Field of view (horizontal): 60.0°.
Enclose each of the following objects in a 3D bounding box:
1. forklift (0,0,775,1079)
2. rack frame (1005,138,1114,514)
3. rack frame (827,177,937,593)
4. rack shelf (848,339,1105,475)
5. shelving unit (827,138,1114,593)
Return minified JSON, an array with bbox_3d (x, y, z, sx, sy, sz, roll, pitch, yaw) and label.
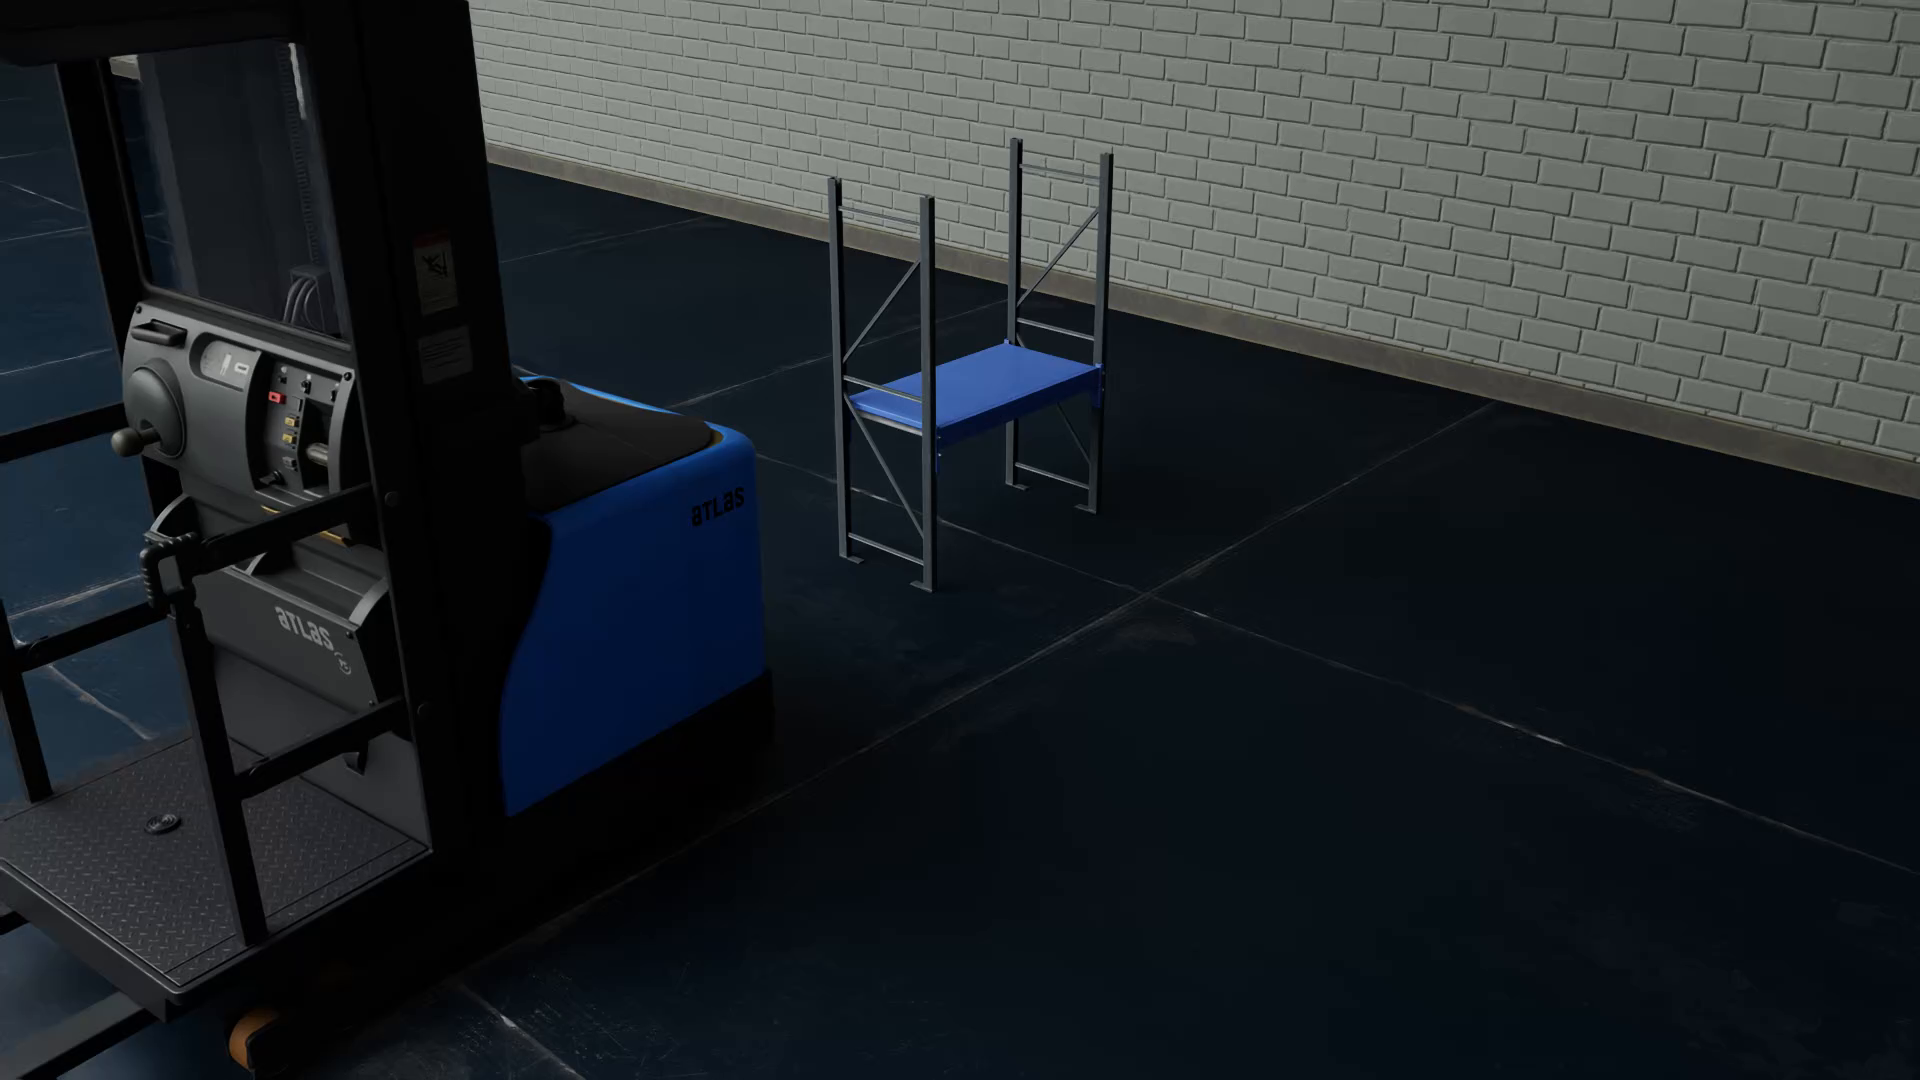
[{"bbox_3d":[-1.864,-0.300,3.836,1.130,2.935,3.031,17,29,33],"label":"forklift"},{"bbox_3d":[0.396,-0.865,6.847,0.500,1.500,0.032,20,31,38],"label":"rack frame"},{"bbox_3d":[-0.282,-0.555,6.156,0.500,1.500,0.032,20,31,38],"label":"rack frame"},{"bbox_3d":[0.057,-0.546,6.575,0.538,0.185,1.000,20,31,38],"label":"rack shelf"},{"bbox_3d":[0.057,-0.710,6.501,0.538,1.500,1.048,20,31,38],"label":"shelving unit"}]
